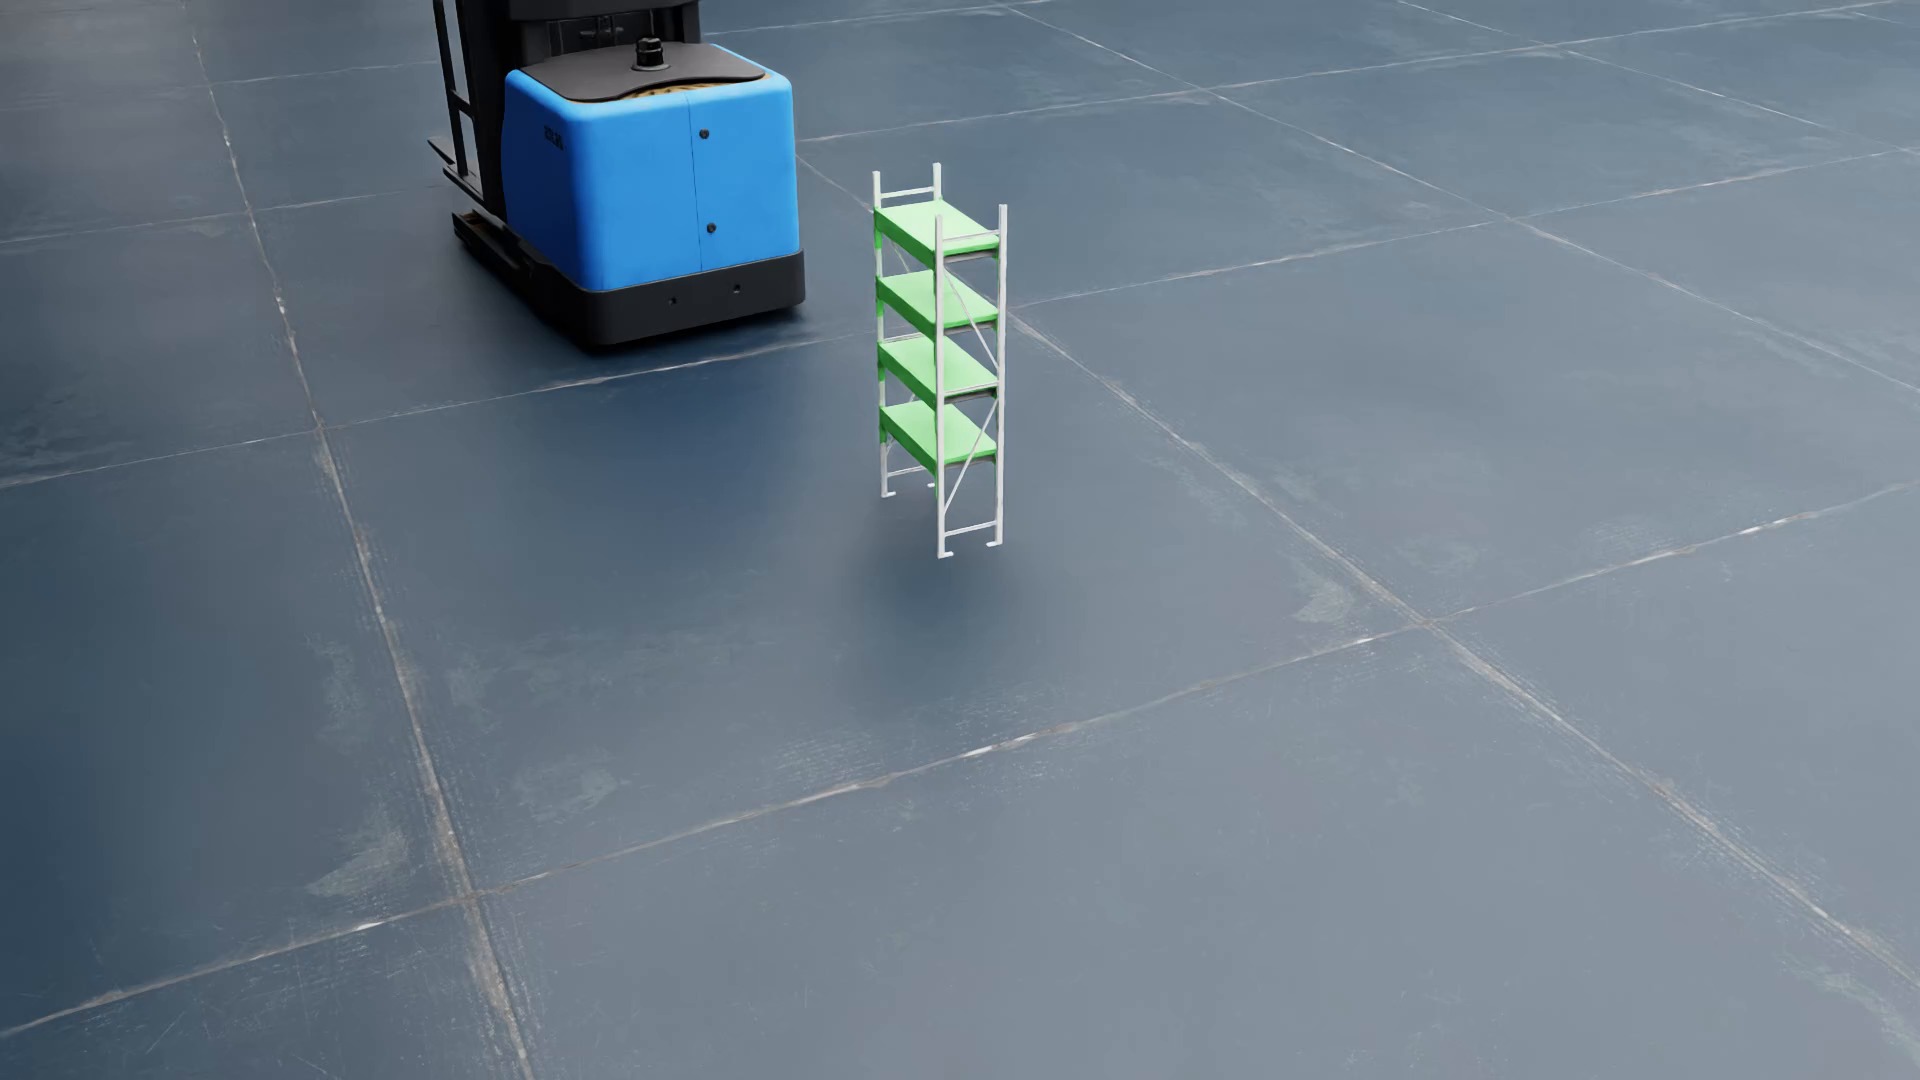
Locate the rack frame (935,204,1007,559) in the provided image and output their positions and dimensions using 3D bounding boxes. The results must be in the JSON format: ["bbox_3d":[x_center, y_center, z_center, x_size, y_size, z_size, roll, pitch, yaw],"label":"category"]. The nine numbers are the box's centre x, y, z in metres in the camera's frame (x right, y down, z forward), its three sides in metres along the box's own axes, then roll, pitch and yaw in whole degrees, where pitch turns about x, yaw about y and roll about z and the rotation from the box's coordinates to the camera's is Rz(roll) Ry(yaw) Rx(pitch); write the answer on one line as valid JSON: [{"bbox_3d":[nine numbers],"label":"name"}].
[{"bbox_3d":[0.034,-0.489,5.395,0.240,1.200,0.015,-13,32,-22],"label":"rack frame"}]

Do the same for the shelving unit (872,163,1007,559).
[{"bbox_3d":[-0.071,-0.596,5.587,0.258,1.200,0.503,-13,32,-22],"label":"shelving unit"}]

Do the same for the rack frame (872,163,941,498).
[{"bbox_3d":[-0.176,-0.704,5.779,0.240,1.200,0.015,-13,32,-22],"label":"rack frame"}]

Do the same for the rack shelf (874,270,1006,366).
[{"bbox_3d":[-0.071,-0.750,5.501,0.258,0.148,0.480,-13,32,-22],"label":"rack shelf"}]

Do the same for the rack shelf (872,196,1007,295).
[{"bbox_3d":[-0.071,-0.959,5.383,0.258,0.148,0.480,-13,32,-22],"label":"rack shelf"}]

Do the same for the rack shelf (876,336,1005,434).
[{"bbox_3d":[-0.071,-0.541,5.618,0.258,0.148,0.480,-13,32,-22],"label":"rack shelf"}]

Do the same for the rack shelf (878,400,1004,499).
[{"bbox_3d":[-0.071,-0.331,5.736,0.258,0.148,0.480,-13,32,-22],"label":"rack shelf"}]

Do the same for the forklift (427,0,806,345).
[{"bbox_3d":[-1.901,-2.791,7.731,1.130,2.935,3.031,-17,33,-27],"label":"forklift"}]
